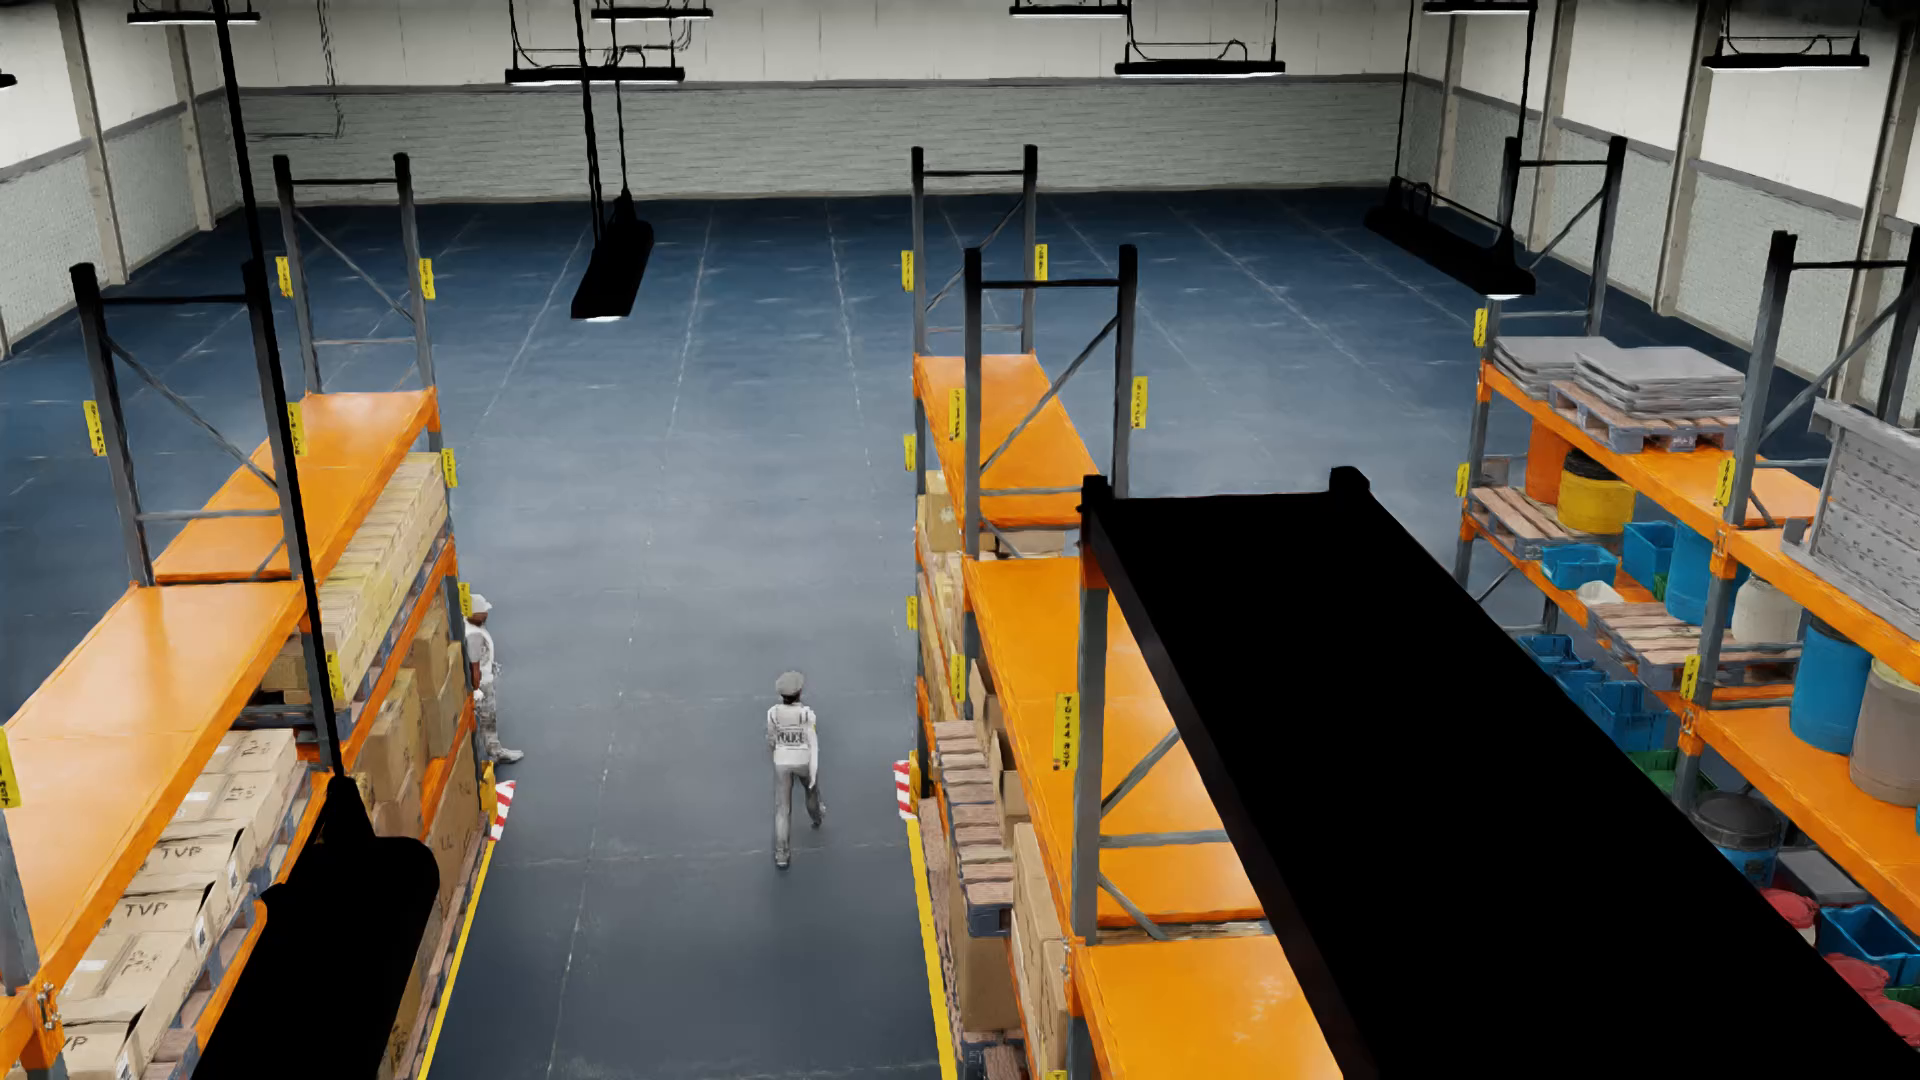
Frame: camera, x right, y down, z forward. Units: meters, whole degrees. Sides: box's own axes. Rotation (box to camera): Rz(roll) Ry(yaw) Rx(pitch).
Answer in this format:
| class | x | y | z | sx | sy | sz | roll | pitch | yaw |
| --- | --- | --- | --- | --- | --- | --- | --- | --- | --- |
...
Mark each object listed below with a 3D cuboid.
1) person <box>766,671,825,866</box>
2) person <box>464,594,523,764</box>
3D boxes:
| class | x | y | z | sx | sy | sz | roll | pitch | yaw |
| --- | --- | --- | --- | --- | --- | --- | --- | --- | --- |
| person | -1.459 | 1.916 | 14.555 | 0.482 | 1.621 | 0.997 | 1 | 22 | 2 |
| person | -4.640 | 1.339 | 15.867 | 0.715 | 1.781 | 0.570 | -14 | 25 | -31 |
